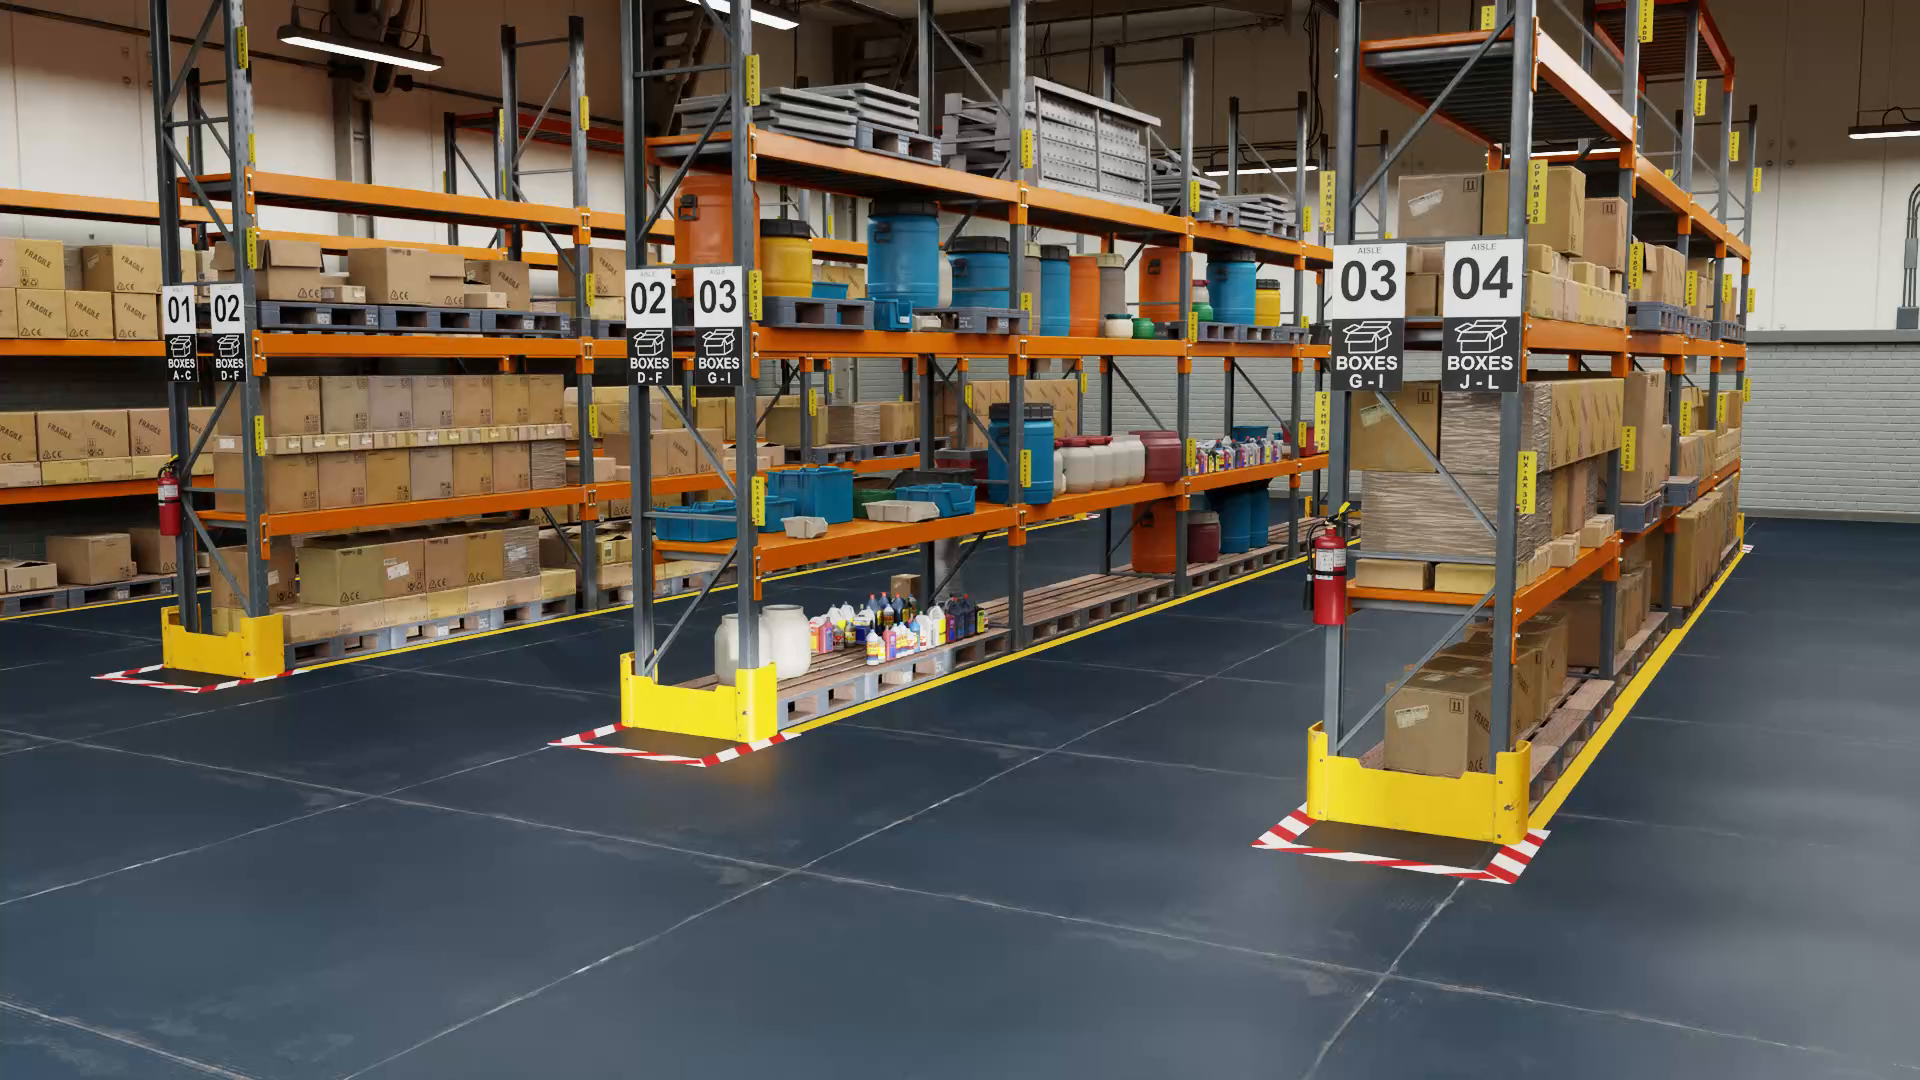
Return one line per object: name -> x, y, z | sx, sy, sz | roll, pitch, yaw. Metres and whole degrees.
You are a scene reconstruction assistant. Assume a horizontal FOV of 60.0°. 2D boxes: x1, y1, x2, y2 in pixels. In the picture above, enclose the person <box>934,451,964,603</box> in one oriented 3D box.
person -> -0.175, -0.145, 17.867 | 0.419, 1.646, 0.480 | 3, 7, 30
